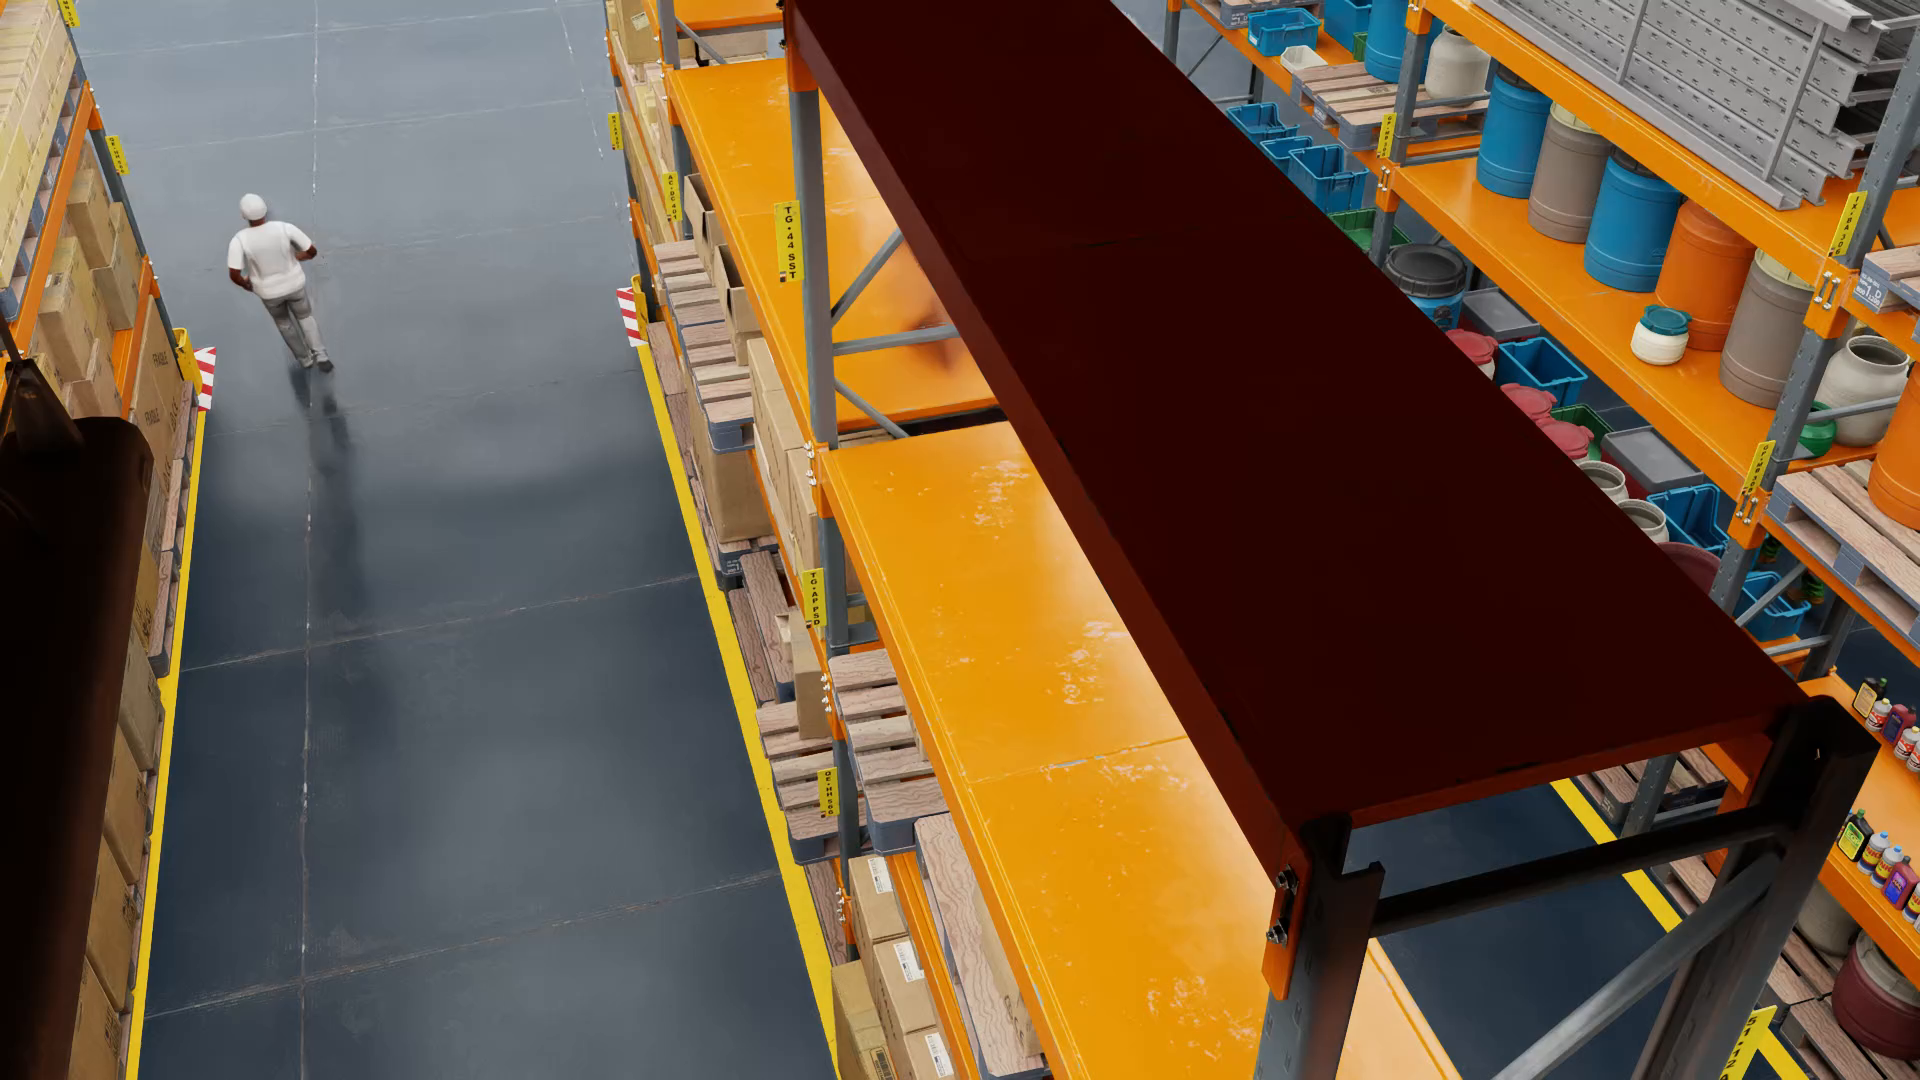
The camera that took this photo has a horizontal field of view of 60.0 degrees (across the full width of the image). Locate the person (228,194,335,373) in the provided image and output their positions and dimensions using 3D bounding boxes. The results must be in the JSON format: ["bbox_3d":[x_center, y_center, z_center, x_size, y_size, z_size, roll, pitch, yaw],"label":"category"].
[{"bbox_3d":[-5.779,-2.129,14.140,0.721,1.774,0.778,-20,42,-23],"label":"person"}]

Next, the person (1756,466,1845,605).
[{"bbox_3d":[6.064,-0.382,11.862,0.643,1.844,0.876,-19,42,-23],"label":"person"}]
